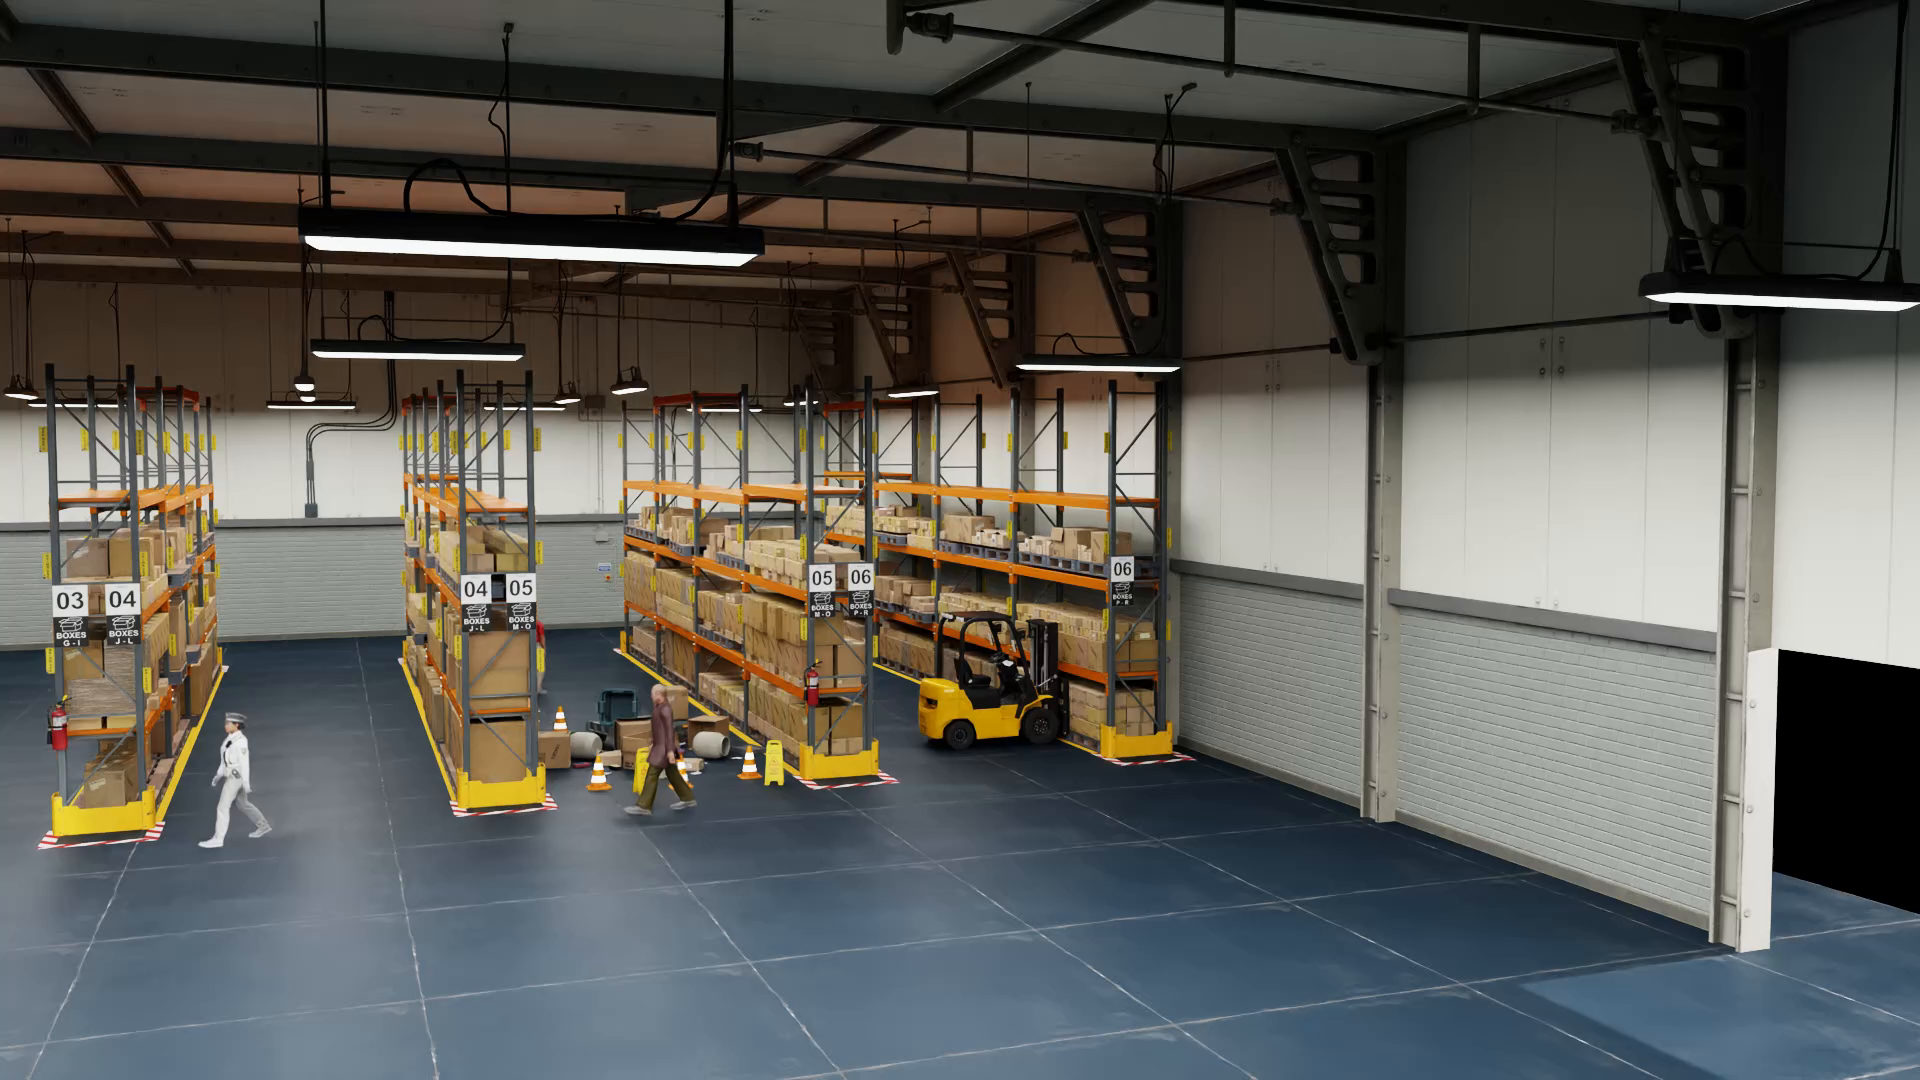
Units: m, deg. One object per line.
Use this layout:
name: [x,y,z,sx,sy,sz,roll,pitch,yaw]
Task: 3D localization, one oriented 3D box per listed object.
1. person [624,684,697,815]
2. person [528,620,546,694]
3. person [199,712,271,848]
person: [-4.052,2.814,22.489,0.980,1.742,0.609,-1,3,-12]
person: [-8.508,2.261,33.031,0.576,1.629,0.533,0,3,2]
person: [-9.076,2.965,20.782,0.884,1.646,0.482,-2,4,-32]
